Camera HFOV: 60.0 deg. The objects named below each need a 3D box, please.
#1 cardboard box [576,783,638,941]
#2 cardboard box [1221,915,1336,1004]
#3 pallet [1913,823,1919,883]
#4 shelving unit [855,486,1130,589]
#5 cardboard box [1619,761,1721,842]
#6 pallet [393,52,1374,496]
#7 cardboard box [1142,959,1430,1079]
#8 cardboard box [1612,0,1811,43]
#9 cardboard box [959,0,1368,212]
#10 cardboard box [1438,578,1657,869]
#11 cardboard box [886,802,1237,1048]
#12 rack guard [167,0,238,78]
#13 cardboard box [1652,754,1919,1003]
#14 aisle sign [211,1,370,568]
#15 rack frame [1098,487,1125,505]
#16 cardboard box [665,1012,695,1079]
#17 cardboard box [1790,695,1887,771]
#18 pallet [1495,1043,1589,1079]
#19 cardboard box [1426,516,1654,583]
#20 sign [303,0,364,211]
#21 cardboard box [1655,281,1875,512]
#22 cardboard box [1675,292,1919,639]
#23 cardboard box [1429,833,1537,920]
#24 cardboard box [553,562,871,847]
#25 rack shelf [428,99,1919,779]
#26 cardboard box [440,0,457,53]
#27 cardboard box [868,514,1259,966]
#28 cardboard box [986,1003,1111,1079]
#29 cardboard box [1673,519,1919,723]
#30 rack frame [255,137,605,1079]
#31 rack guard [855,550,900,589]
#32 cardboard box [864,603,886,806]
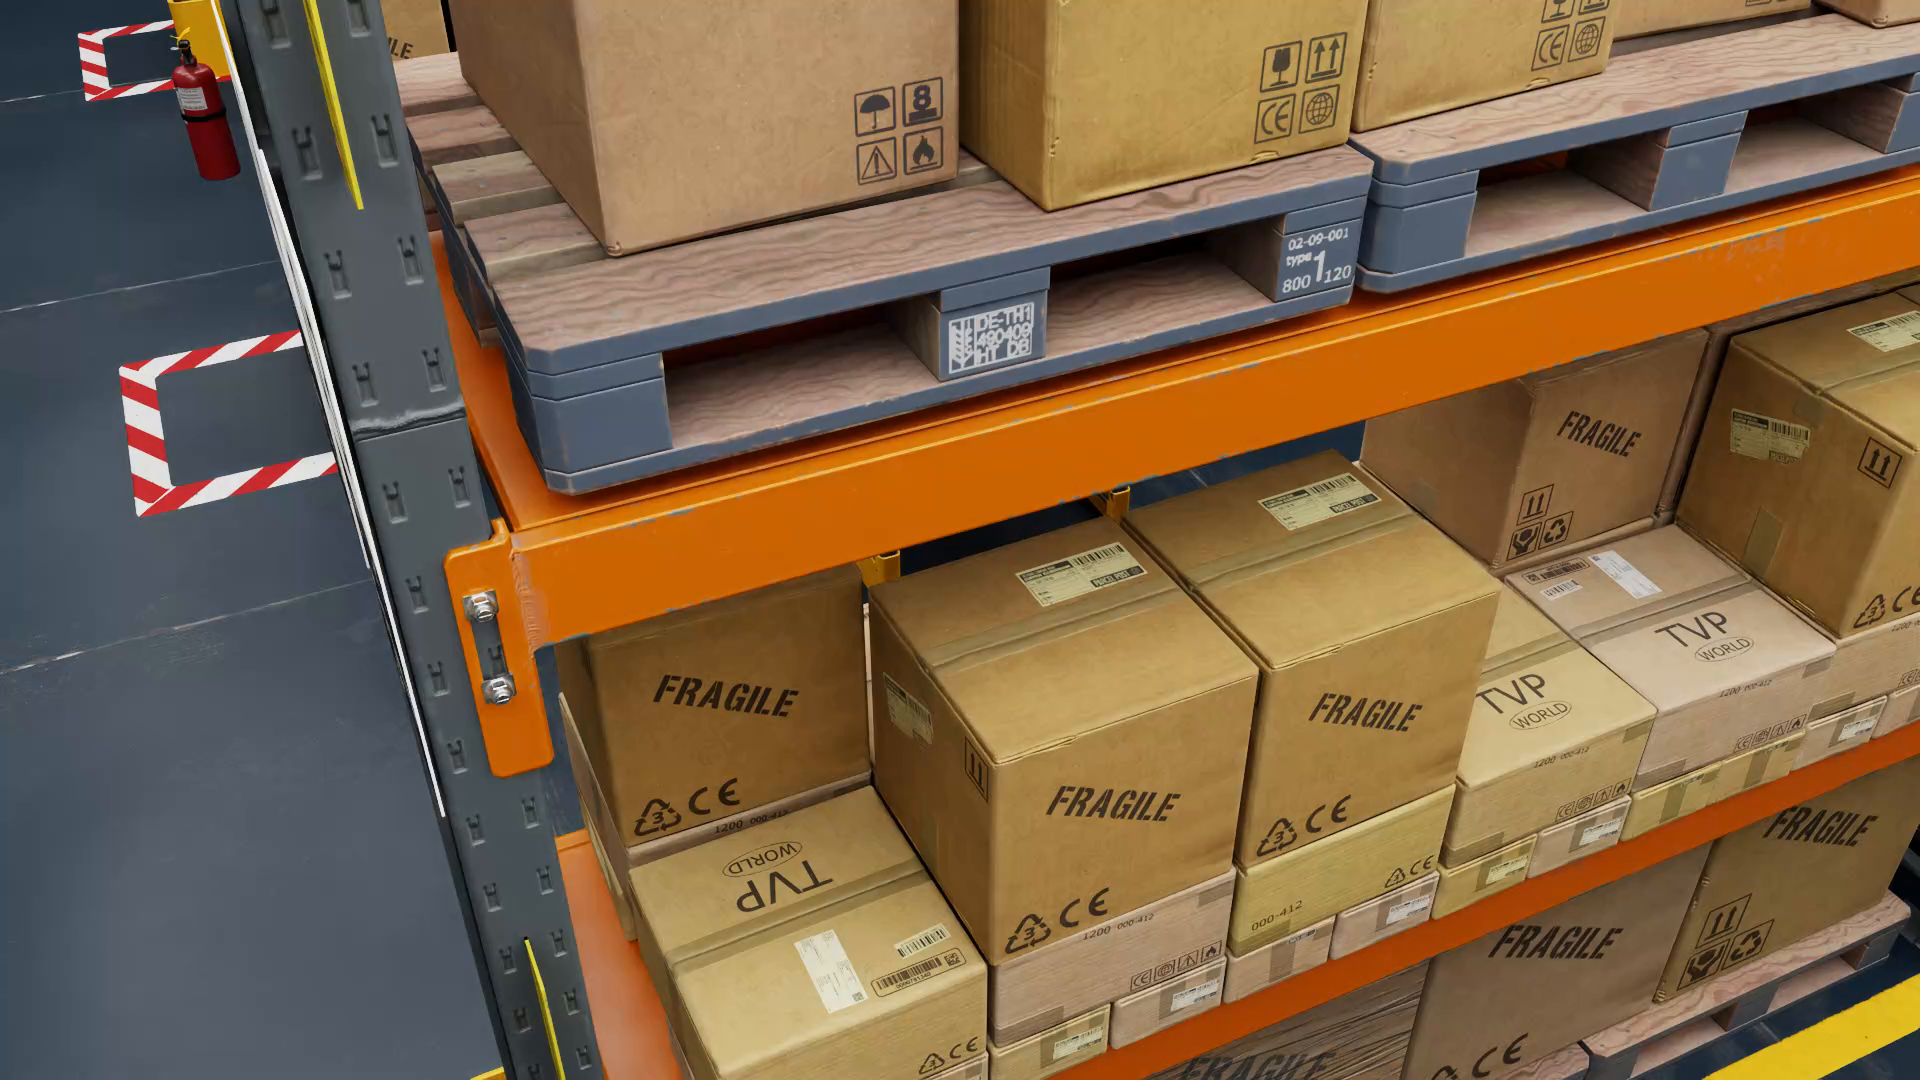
[{"bbox_3d":[-0.651,0.643,3.576,0.250,0.149,0.380,-15,39,-19],"label":"cardboard box"},{"bbox_3d":[0.557,0.738,3.448,0.250,0.149,0.380,-16,40,-21],"label":"cardboard box"},{"bbox_3d":[3.454,0.681,5.654,1.213,0.211,1.003,-16,39,-20],"label":"pallet"},{"bbox_3d":[0.069,-0.622,6.329,1.083,1.500,0.587,-16,39,-20],"label":"shelving unit"},{"bbox_3d":[1.487,0.478,3.799,0.250,0.149,0.380,-16,40,-21],"label":"cardboard box"},{"bbox_3d":[-0.166,-0.553,2.534,1.213,0.211,1.003,-16,39,-20],"label":"pallet"},{"bbox_3d":[0.536,1.059,4.235,0.875,0.875,0.875,-16,39,-20],"label":"cardboard box"},{"bbox_3d":[1.082,-1.236,2.861,0.500,0.500,0.700,-14,39,-18],"label":"cardboard box"},{"bbox_3d":[0.175,-0.882,2.383,0.500,0.500,0.700,-17,40,-22],"label":"cardboard box"},{"bbox_3d":[1.110,0.379,3.597,0.500,0.250,0.500,-16,40,-21],"label":"cardboard box"},{"bbox_3d":[0.183,0.640,3.246,0.500,0.250,0.500,-16,39,-20],"label":"cardboard box"},{"bbox_3d":[-5.066,-3.524,11.082,0.348,0.500,1.175,-16,39,-20],"label":"rack guard"},{"bbox_3d":[2.156,0.606,4.846,0.875,0.875,0.875,-16,39,-20],"label":"cardboard box"},{"bbox_3d":[-1.026,-0.378,2.559,0.004,0.787,0.394,-16,39,-20],"label":"aisle sign"},{"bbox_3d":[0.537,-0.753,6.506,0.032,1.500,0.500,-16,39,-20],"label":"rack frame"},{"bbox_3d":[-0.372,0.999,3.096,0.250,0.149,0.380,-15,39,-19],"label":"cardboard box"},{"bbox_3d":[1.952,0.347,3.975,0.250,0.149,0.380,-15,39,-19],"label":"cardboard box"},{"bbox_3d":[0.960,1.379,4.714,1.213,0.211,1.003,-16,39,-20],"label":"pallet"},{"bbox_3d":[1.332,-0.027,4.144,0.500,0.250,0.500,-15,39,-19],"label":"cardboard box"},{"bbox_3d":[-0.603,-0.477,1.557,0.005,0.325,0.100,-16,39,-20],"label":"sign"},{"bbox_3d":[1.796,-0.459,4.098,0.500,0.500,0.500,-16,39,-20],"label":"cardboard box"},{"bbox_3d":[2.030,-0.178,3.719,0.500,0.500,0.500,-15,39,-19],"label":"cardboard box"},{"bbox_3d":[1.020,0.609,3.622,0.250,0.149,0.380,-17,40,-21],"label":"cardboard box"},{"bbox_3d":[-0.504,0.184,3.230,0.500,0.500,0.500,-15,39,-19],"label":"cardboard box"},{"bbox_3d":[0.977,-0.612,3.143,4.000,0.370,1.077,-16,39,-20],"label":"rack shelf"},{"bbox_3d":[-1.852,-2.164,6.816,0.500,0.500,0.500,-16,39,-20],"label":"cardboard box"},{"bbox_3d":[0.168,0.347,3.011,0.500,0.500,0.500,-17,40,-21],"label":"cardboard box"},{"bbox_3d":[0.091,0.868,3.272,0.250,0.149,0.380,-17,40,-21],"label":"cardboard box"},{"bbox_3d":[2.032,0.124,3.941,0.500,0.250,0.500,-14,39,-19],"label":"cardboard box"},{"bbox_3d":[-0.834,0.810,3.140,0.127,3.000,1.000,-16,39,-20],"label":"rack frame"},{"bbox_3d":[-0.382,0.006,6.532,0.087,0.250,0.587,-16,39,-20],"label":"rack guard"},{"bbox_3d":[-0.048,0.357,3.627,0.500,0.250,0.500,-16,40,-21],"label":"cardboard box"}]
